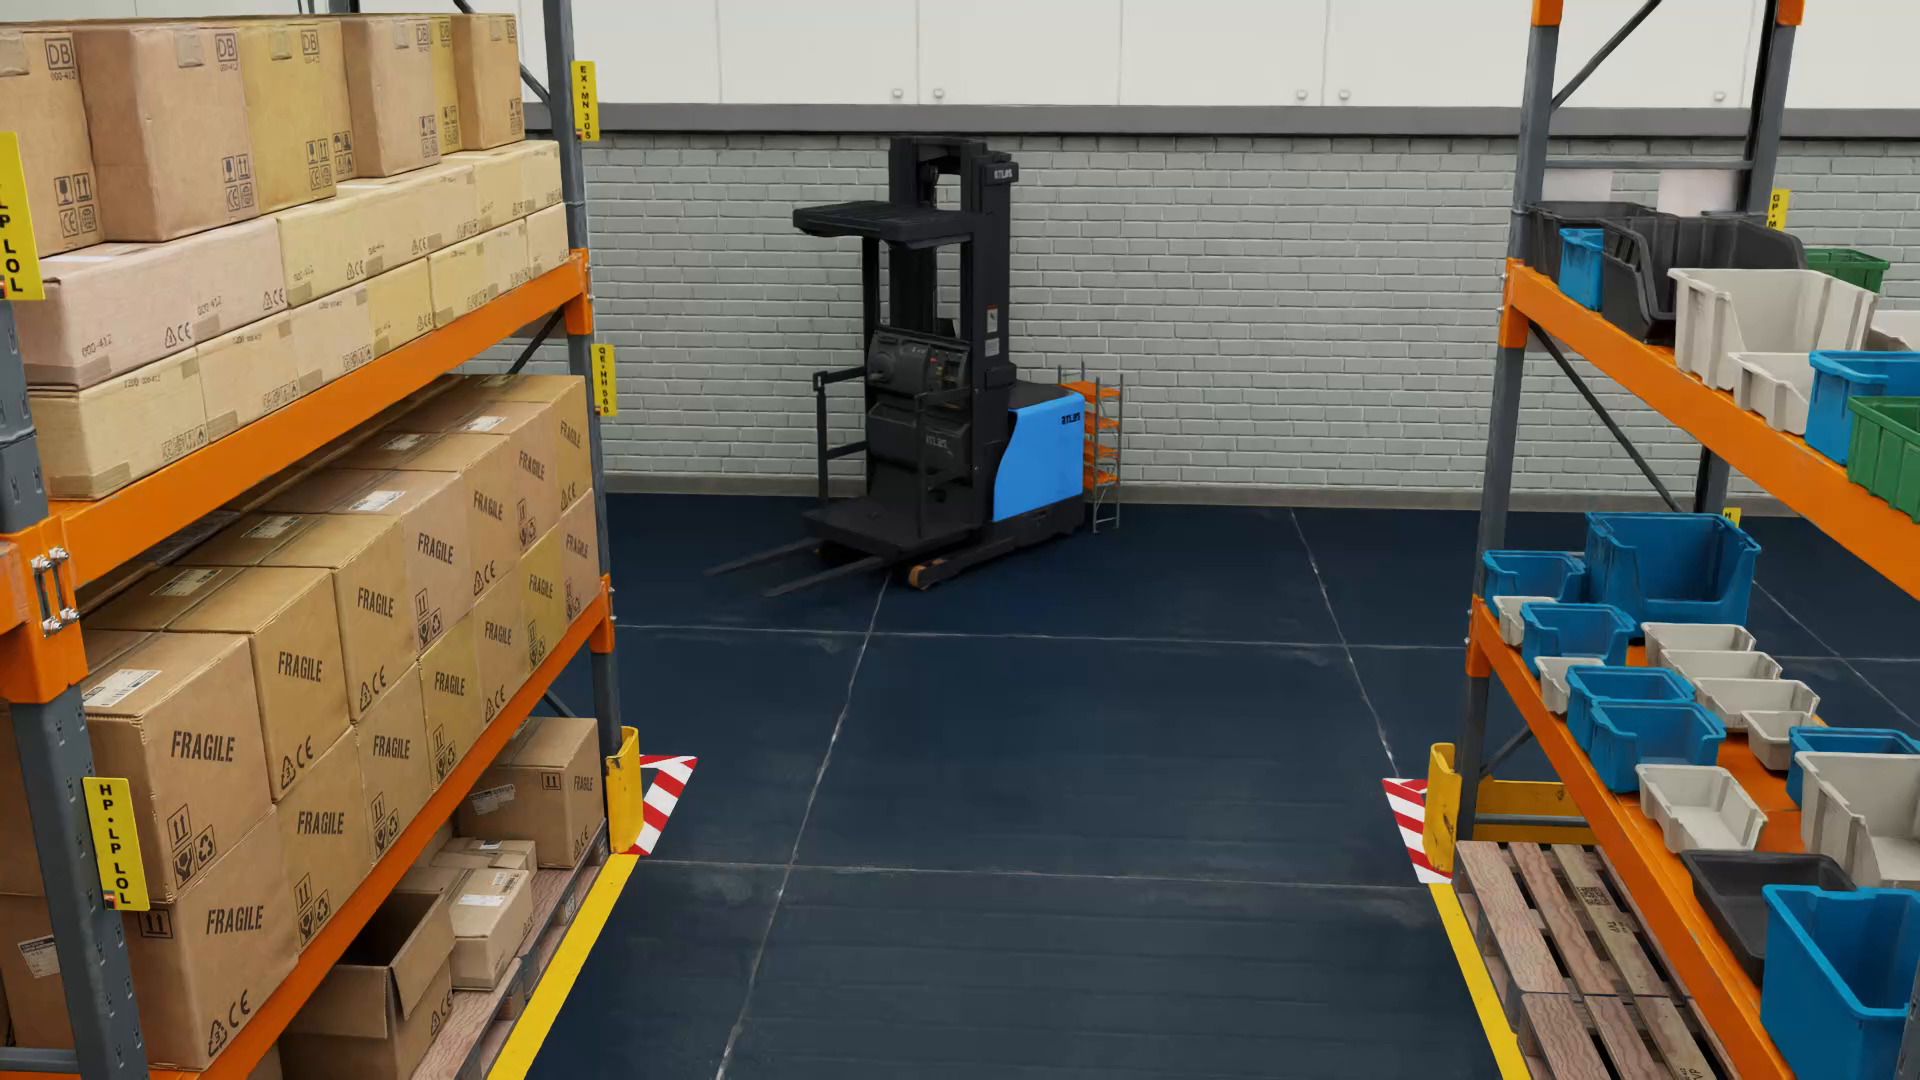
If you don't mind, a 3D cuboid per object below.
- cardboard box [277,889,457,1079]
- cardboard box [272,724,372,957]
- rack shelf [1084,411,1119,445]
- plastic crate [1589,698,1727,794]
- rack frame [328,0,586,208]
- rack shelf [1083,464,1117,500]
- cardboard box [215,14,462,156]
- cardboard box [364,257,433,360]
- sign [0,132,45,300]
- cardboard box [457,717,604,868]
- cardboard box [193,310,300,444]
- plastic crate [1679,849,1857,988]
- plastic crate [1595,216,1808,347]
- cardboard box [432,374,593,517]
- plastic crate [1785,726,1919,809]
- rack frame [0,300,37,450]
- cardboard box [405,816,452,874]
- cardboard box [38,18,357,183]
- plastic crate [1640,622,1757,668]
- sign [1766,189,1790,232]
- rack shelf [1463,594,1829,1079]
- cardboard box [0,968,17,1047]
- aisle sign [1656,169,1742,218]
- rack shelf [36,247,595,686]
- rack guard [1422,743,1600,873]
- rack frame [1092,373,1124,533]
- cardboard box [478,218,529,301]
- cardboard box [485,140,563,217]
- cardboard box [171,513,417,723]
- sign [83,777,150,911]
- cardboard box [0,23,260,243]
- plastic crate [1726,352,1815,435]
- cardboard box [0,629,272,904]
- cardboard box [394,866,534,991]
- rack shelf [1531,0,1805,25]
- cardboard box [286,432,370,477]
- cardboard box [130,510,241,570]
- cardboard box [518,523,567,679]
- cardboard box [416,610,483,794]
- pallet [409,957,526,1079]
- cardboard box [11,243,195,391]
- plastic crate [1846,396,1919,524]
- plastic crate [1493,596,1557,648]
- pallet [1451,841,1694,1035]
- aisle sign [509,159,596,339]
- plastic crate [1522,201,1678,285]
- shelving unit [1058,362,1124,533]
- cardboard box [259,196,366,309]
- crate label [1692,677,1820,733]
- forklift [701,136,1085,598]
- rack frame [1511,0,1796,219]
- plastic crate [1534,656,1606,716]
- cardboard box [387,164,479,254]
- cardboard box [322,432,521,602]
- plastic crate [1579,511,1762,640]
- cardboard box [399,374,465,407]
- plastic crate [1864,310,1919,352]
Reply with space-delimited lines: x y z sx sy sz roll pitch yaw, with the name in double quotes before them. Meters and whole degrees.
"cardboard box" -2.293 1.608 6.000 0.797 0.503 0.637 1 18 4
"cardboard box" -2.080 0.856 4.834 0.500 0.500 0.500 2 18 5
"rack shelf" 0.979 -0.858 12.611 0.258 0.148 0.480 -11 21 -30
"plastic crate" 2.343 0.707 5.622 0.416 0.233 0.300 1 18 4
"rack frame" -2.135 -2.879 6.756 1.000 3.000 0.127 1 18 4
"rack shelf" 0.979 -0.457 12.743 0.258 0.148 0.480 -11 21 -30
"cardboard box" -2.276 -1.663 6.096 0.700 0.500 0.500 1 18 4
"cardboard box" -2.031 -0.751 5.321 0.500 0.250 0.500 1 18 4
"sign" -1.868 -0.632 3.256 0.100 0.325 0.005 1 18 4
"cardboard box" -1.929 1.125 7.479 0.500 0.500 0.500 1 18 4
"cardboard box" -2.101 -0.440 4.373 0.500 0.250 0.500 1 18 4
"plastic crate" 2.330 1.075 4.671 0.437 0.125 0.590 1 18 4
"plastic crate" 2.421 -0.844 5.463 0.504 0.338 0.767 1 18 4
"cardboard box" -1.893 -0.406 7.079 0.500 0.500 0.500 1 18 3
"plastic crate" 2.913 0.779 5.402 0.416 0.233 0.300 1 18 4
"rack frame" -2.422 -1.636 2.965 1.000 3.000 0.127 1 18 4
"cardboard box" -2.493 1.388 7.080 0.500 0.250 0.500 1 18 4
"cardboard box" -2.334 -1.352 5.147 0.700 0.500 0.500 1 18 4
"plastic crate" 2.927 0.438 6.596 0.396 0.136 0.243 1 18 4
"sign" 3.355 -1.284 6.877 0.100 0.325 0.005 1 18 4
"rack shelf" 2.662 1.047 5.566 1.077 0.370 4.000 1 18 4
"cardboard box" -2.642 1.006 4.375 0.500 0.500 0.500 2 18 5
"aisle sign" 3.102 -1.167 6.993 0.394 0.787 0.004 1 18 4
"rack shelf" -2.279 -0.490 5.440 1.077 0.370 4.000 1 18 4
"rack guard" 2.794 1.264 7.762 1.175 0.500 0.348 1 18 4
"rack frame" 1.108 -0.645 12.463 0.240 1.200 0.015 -11 21 -30
"cardboard box" -1.956 -1.061 6.269 0.500 0.250 0.500 1 18 4
"cardboard box" -1.918 -1.454 6.665 0.500 0.250 0.500 1 18 4
"cardboard box" -2.034 0.232 5.132 0.500 0.500 0.500 1 18 2
"sign" -1.868 0.676 3.684 0.100 0.325 0.005 1 18 4
"cardboard box" -2.248 -1.038 4.188 0.700 0.500 0.500 1 18 4
"plastic crate" 2.230 -0.377 4.363 0.293 0.136 0.466 1 18 4
"cardboard box" -2.108 0.552 4.155 0.500 0.500 0.500 2 18 5
"cardboard box" -2.027 1.539 6.620 0.500 0.250 0.500 1 18 4
"rack shelf" 2.662 -1.614 4.694 1.077 0.370 4.000 1 18 4
"cardboard box" -2.501 -0.101 6.147 0.500 0.500 0.500 2 18 5
"cardboard box" -2.574 0.213 5.188 0.500 0.500 0.500 1 18 4
"cardboard box" -1.930 0.231 6.740 0.500 0.500 0.500 1 18 4
"cardboard box" -2.007 0.542 5.790 0.500 0.500 0.500 1 18 3
"pallet" -2.287 1.947 6.144 1.003 0.211 1.213 1 18 4
"cardboard box" -2.140 -0.523 3.821 0.500 0.250 0.500 1 18 4
"plastic crate" 2.247 -0.137 3.546 0.450 0.188 0.662 1 18 4
"plastic crate" 2.353 0.348 6.871 0.250 0.136 0.298 1 18 4
"pallet" 2.707 1.664 7.005 1.003 0.211 1.213 1 18 4
"aisle sign" -1.825 -1.277 7.329 0.394 0.787 0.004 1 18 4
"plastic crate" 2.499 -1.166 6.557 0.497 0.269 0.590 1 18 4
"shelving unit" 0.979 -0.709 12.660 0.258 1.200 0.503 -11 21 -30
"cardboard box" -2.058 -0.833 4.769 0.500 0.250 0.500 1 18 4
"crate label" 2.896 0.615 6.057 0.396 0.136 0.243 1 18 4
"forklift" -0.437 -1.231 11.471 1.130 2.935 3.031 16 24 41
"rack frame" 2.805 -2.767 6.415 1.000 3.000 0.127 1 18 4
"plastic crate" 2.305 0.559 6.228 0.250 0.136 0.298 1 18 4
"cardboard box" -1.993 -1.144 5.717 0.500 0.250 0.500 1 18 4
"cardboard box" -1.961 -0.088 6.108 0.500 0.500 0.500 2 18 5
"plastic crate" 2.967 0.147 7.004 0.616 0.435 0.499 1 18 4
"cardboard box" -2.430 -0.418 7.117 0.500 0.500 0.500 2 18 6
"plastic crate" 2.904 -0.569 4.948 0.437 0.136 0.530 1 18 4
